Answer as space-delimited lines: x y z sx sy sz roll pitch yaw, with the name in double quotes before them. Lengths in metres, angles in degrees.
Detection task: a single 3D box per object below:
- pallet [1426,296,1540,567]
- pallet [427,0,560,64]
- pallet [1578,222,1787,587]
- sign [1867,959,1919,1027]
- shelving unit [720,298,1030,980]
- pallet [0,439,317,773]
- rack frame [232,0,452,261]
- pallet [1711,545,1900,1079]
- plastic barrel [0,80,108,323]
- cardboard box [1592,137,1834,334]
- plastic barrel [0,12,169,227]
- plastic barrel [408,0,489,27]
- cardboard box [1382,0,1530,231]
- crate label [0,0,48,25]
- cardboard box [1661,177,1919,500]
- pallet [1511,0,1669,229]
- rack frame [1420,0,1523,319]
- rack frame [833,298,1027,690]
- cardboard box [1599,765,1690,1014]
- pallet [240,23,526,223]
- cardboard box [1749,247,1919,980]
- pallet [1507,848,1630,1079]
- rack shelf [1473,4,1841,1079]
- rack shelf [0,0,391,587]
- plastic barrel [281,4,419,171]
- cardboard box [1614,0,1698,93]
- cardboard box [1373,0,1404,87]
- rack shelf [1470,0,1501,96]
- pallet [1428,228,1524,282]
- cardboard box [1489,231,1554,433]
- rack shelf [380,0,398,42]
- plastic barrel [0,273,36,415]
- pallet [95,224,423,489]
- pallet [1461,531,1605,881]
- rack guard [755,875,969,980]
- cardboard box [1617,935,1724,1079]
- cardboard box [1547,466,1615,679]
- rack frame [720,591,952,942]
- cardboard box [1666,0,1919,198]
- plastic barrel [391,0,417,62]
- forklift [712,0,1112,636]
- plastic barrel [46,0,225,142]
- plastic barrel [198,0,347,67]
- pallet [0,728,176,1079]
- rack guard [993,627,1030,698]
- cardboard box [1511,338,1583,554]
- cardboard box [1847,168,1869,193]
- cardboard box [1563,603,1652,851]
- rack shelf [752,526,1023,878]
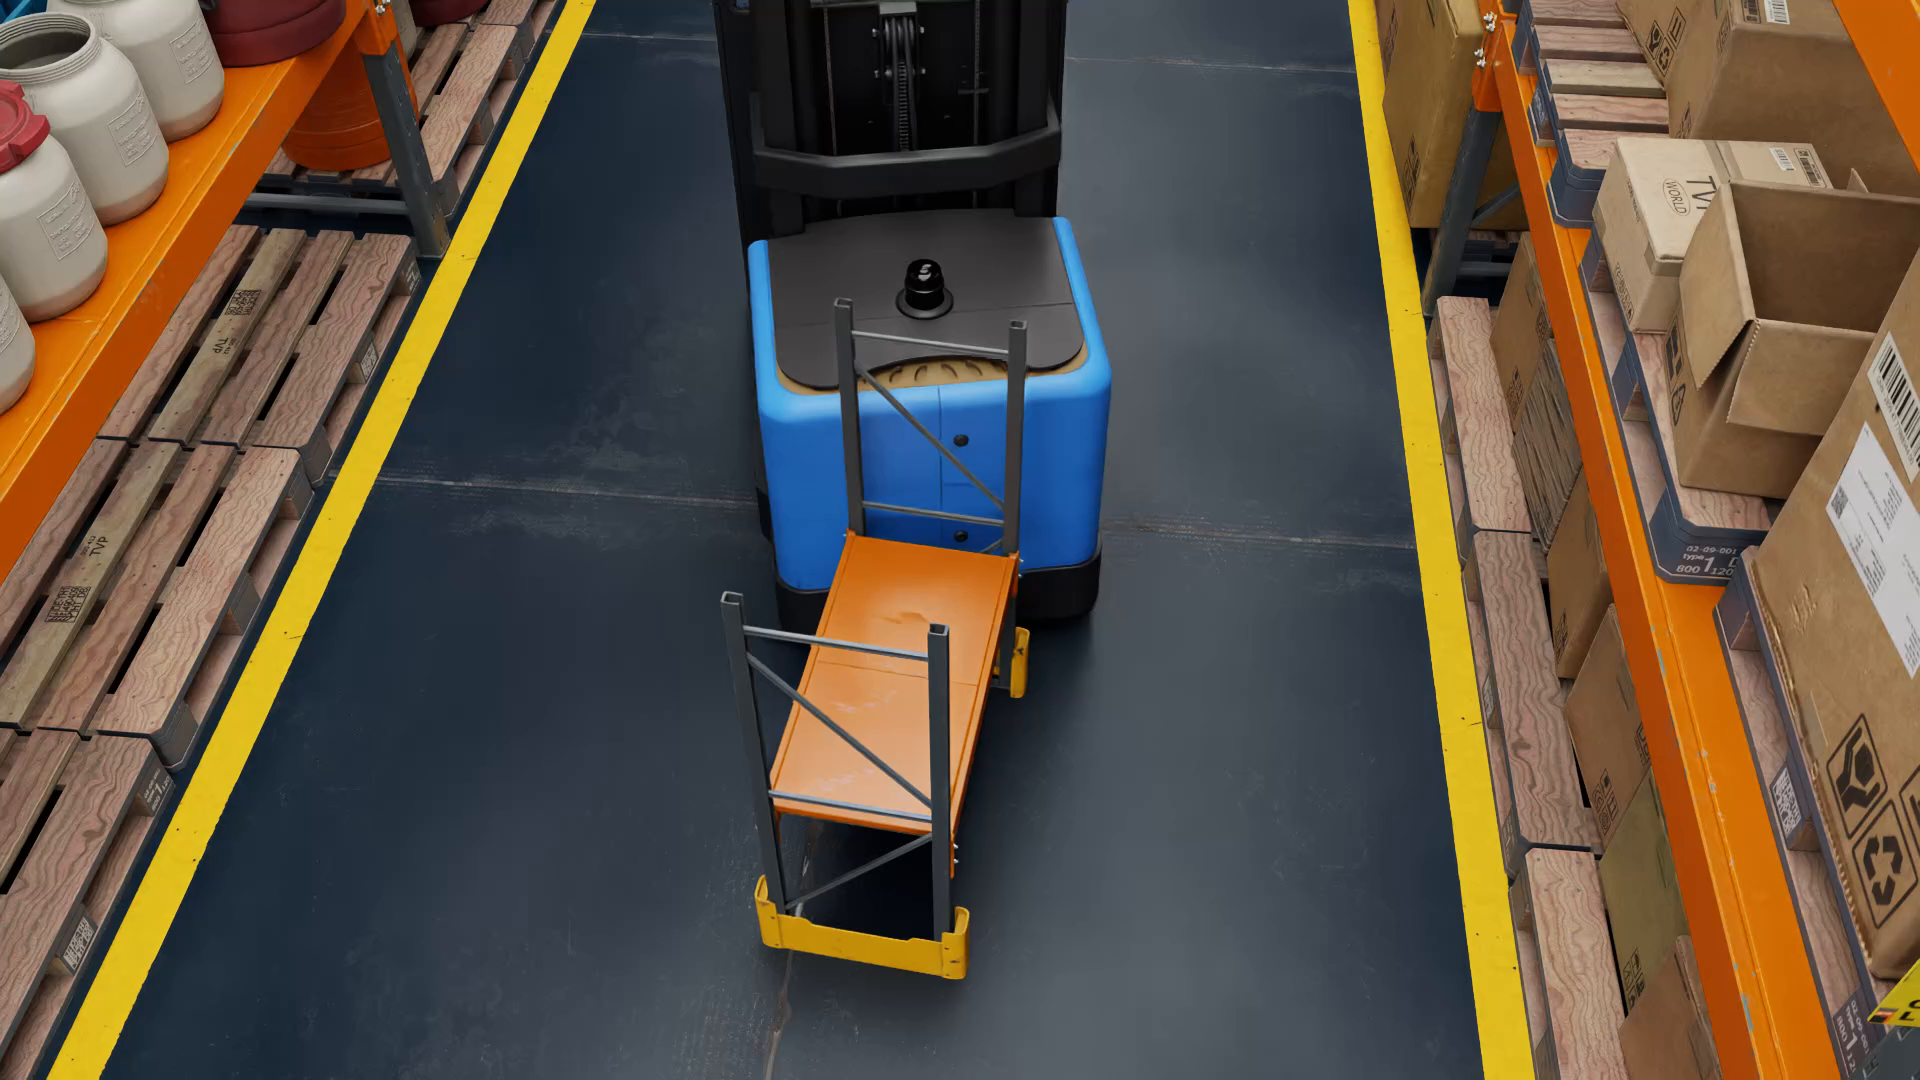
"pallet" 2.254 -0.384 5.958 1.003 0.211 1.213 4 48 4
"pallet" -2.461 -2.767 8.138 1.003 0.211 1.213 4 48 4
"pallet" 2.187 -0.377 4.192 1.003 0.211 1.213 4 48 4
"sign" 1.409 0.615 2.370 0.100 0.325 0.005 4 48 4
"shelving unit" -0.172 0.289 4.469 0.587 1.500 1.083 8 48 7
"pallet" -2.829 0.170 5.452 1.003 0.211 1.213 4 48 4
"rack frame" -2.606 -2.232 5.759 1.000 3.000 0.127 4 48 4
"pallet" 2.177 0.553 3.341 1.003 0.211 1.213 4 48 4
"plastic barrel" -2.558 -0.884 4.433 0.433 0.535 0.433 0 48 0
"cardboard box" 1.945 -0.774 4.242 0.500 0.250 0.500 3 48 2
"plastic barrel" -2.525 -1.190 4.730 0.421 0.512 0.421 0 48 0
"plastic barrel" -2.475 -2.750 7.582 0.600 0.588 0.708 4 48 4
"cardboard box" 2.410 -1.829 6.545 1.225 0.875 0.875 2 48 2
"crate label" -2.965 -1.532 5.094 0.502 0.435 0.616 4 48 4
"cardboard box" 2.028 -0.416 3.743 0.797 0.503 0.637 8 48 8
"pallet" 2.368 -1.303 5.039 1.213 0.211 1.003 4 48 4
"rack frame" 2.327 -1.899 5.454 1.000 3.000 0.127 4 48 4
"rack frame" -0.077 -0.073 4.800 0.500 1.500 0.032 8 48 7
"cardboard box" 2.102 0.937 4.256 0.700 0.500 0.500 4 48 3
"pallet" -2.575 -1.873 7.320 1.003 0.211 1.213 4 48 4
"cardboard box" 2.174 0.122 2.915 1.000 1.000 1.000 4 48 4
"pallet" 2.032 1.409 4.318 1.003 0.211 1.213 4 48 4
"rack shelf" 2.144 -0.186 4.375 1.077 0.370 4.000 4 48 4
"rack shelf" -2.788 -0.519 4.680 1.077 0.370 4.000 4 48 4
"plastic barrel" -2.578 -2.002 6.734 0.600 0.830 0.708 4 48 4
"cardboard box" 2.317 -1.675 4.897 0.500 0.500 0.500 -1 48 -1
"cardboard box" 2.499 -2.484 7.144 1.225 0.875 0.875 4 48 4
"rack shelf" 2.509 -3.126 7.064 1.077 0.370 4.000 4 48 4
"pallet" 2.474 -1.532 7.008 1.003 0.211 1.213 4 48 4
"cardboard box" 2.286 -0.710 5.762 0.700 0.500 0.500 2 48 1
"rack shelf" -2.423 -3.459 7.368 1.077 0.370 4.000 4 48 4
"plastic barrel" -2.598 -0.566 4.143 0.433 0.535 0.433 0 48 0
"pallet" -2.715 -0.724 6.269 1.003 0.211 1.213 4 48 4
"pallet" 2.140 0.510 5.140 1.003 0.211 1.213 4 48 4
"rack guard" -0.267 1.072 4.601 0.587 0.250 0.087 8 48 7
"cardboard box" 2.040 1.286 3.937 0.700 0.500 0.500 1 48 1
"cardboard box" 2.203 0.116 5.007 0.700 0.500 0.500 7 48 7
"rack frame" -0.271 0.664 4.126 0.500 1.500 0.032 8 48 7
"cardboard box" 2.366 -1.258 4.515 0.700 0.500 0.500 10 48 9
"plastic barrel" -2.616 -2.316 7.236 0.421 0.512 0.421 0 48 0
"forklift" -0.244 -1.761 5.375 1.130 2.935 3.031 -5 48 -5
"plastic barrel" -2.487 -1.499 5.013 0.421 0.512 0.421 0 48 0
"plastic barrel" -2.346 -1.916 5.378 0.600 0.536 0.708 4 48 4
"pallet" -2.937 1.069 4.629 1.003 0.211 1.213 4 48 4
"rack guard" -0.077 0.350 5.260 0.587 0.250 0.087 8 48 7
"cardboard box" 2.248 -0.301 5.389 0.700 0.500 0.500 0 48 0
"cardboard box" 2.444 -0.752 4.211 0.396 0.266 0.258 3 48 2
"cardboard box" 2.152 0.526 4.632 0.700 0.500 0.500 0 48 0
"rack shelf" -0.174 0.417 4.596 0.538 0.185 1.000 8 48 7
